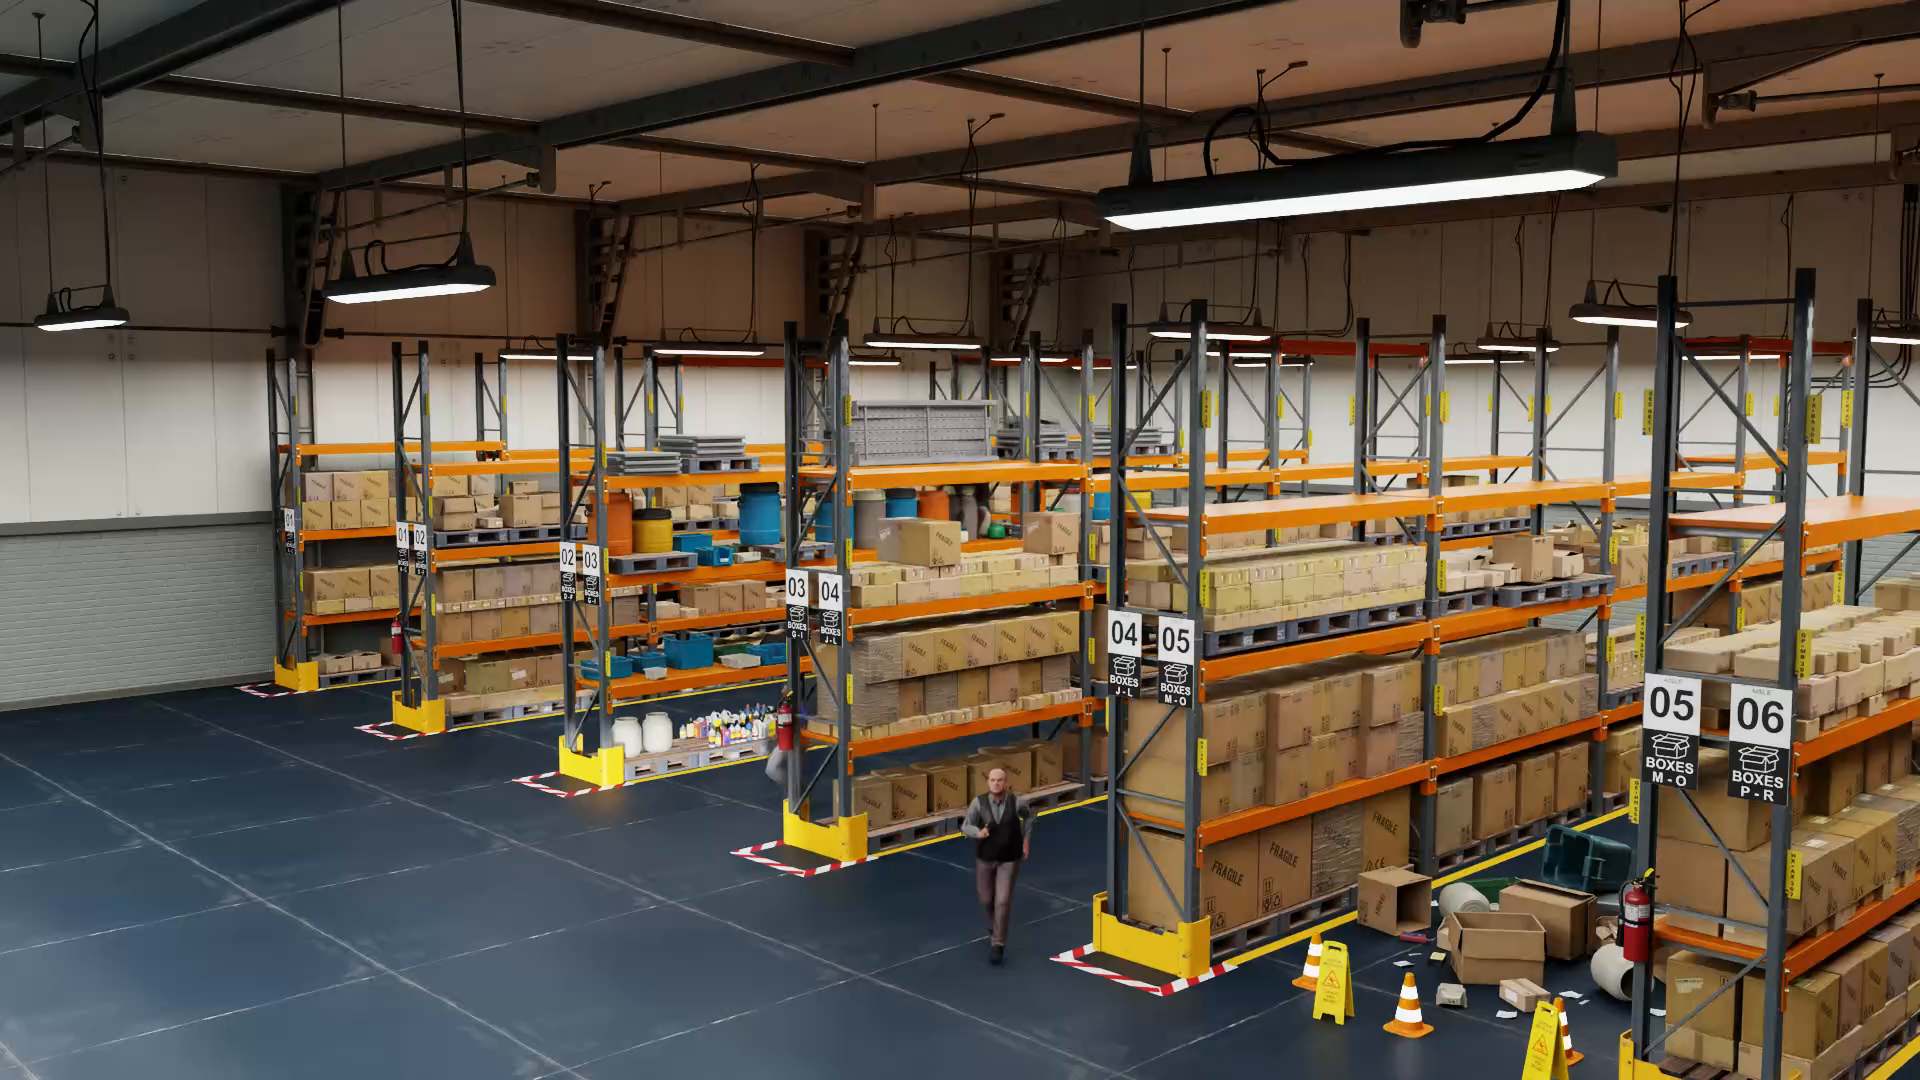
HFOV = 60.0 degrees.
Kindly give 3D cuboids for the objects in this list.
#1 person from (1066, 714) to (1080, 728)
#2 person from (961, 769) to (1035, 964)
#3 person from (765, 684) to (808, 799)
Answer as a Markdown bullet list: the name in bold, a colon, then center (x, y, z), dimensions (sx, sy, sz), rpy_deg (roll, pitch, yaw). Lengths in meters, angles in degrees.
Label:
- **person**: center (1.704, 2.065, 25.659), dimensions (0.704, 1.734, 0.653), rpy_deg (3, 6, 34)
- **person**: center (0.352, 2.960, 15.446), dimensions (0.664, 1.712, 0.918), rpy_deg (1, 5, 7)
- **person**: center (-2.116, 2.565, 20.702), dimensions (0.612, 1.609, 0.575), rpy_deg (-5, 7, -45)
